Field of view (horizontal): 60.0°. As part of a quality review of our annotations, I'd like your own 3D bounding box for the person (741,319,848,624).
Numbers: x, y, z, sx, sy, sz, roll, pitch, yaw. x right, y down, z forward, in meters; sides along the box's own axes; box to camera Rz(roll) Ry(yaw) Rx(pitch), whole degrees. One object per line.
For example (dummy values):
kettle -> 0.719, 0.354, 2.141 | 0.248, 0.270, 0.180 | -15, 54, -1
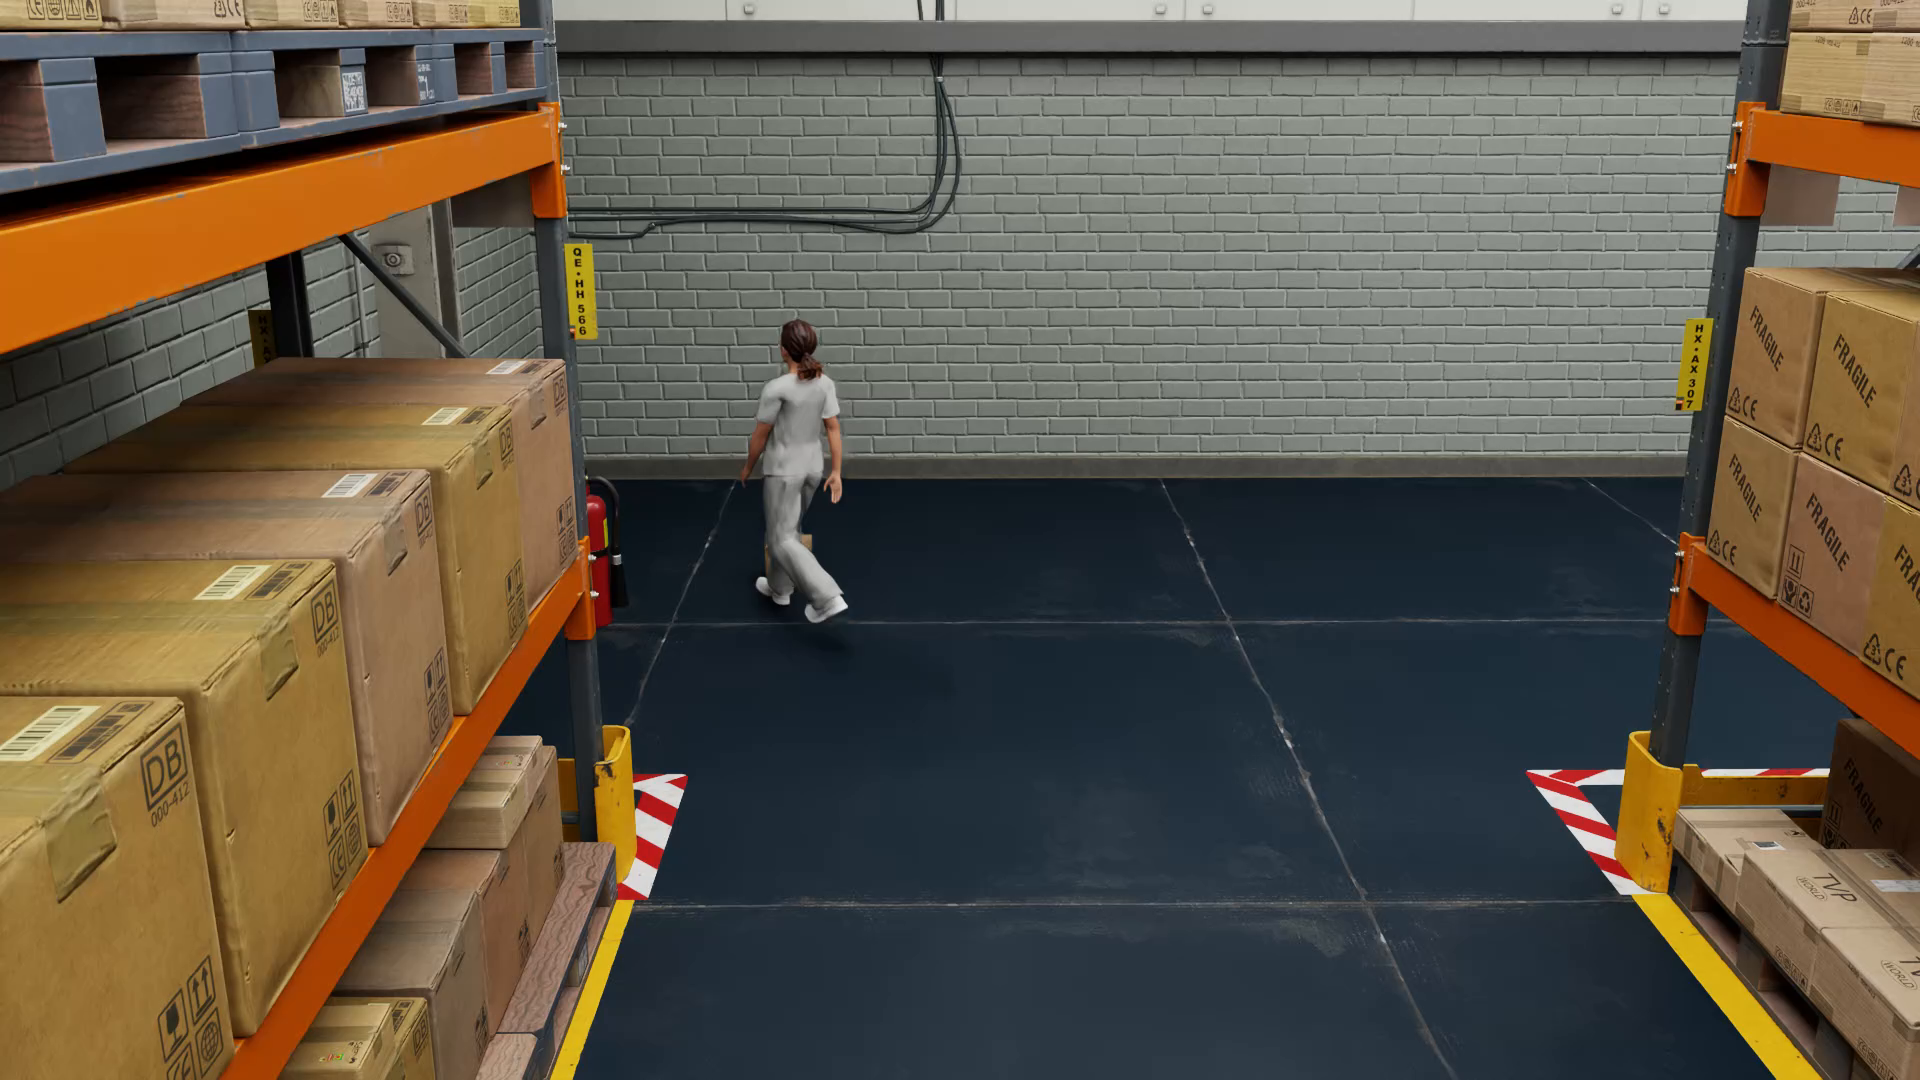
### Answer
person -> -0.885, -0.355, 8.739 | 0.447, 1.623, 0.980 | -16, 23, -42
